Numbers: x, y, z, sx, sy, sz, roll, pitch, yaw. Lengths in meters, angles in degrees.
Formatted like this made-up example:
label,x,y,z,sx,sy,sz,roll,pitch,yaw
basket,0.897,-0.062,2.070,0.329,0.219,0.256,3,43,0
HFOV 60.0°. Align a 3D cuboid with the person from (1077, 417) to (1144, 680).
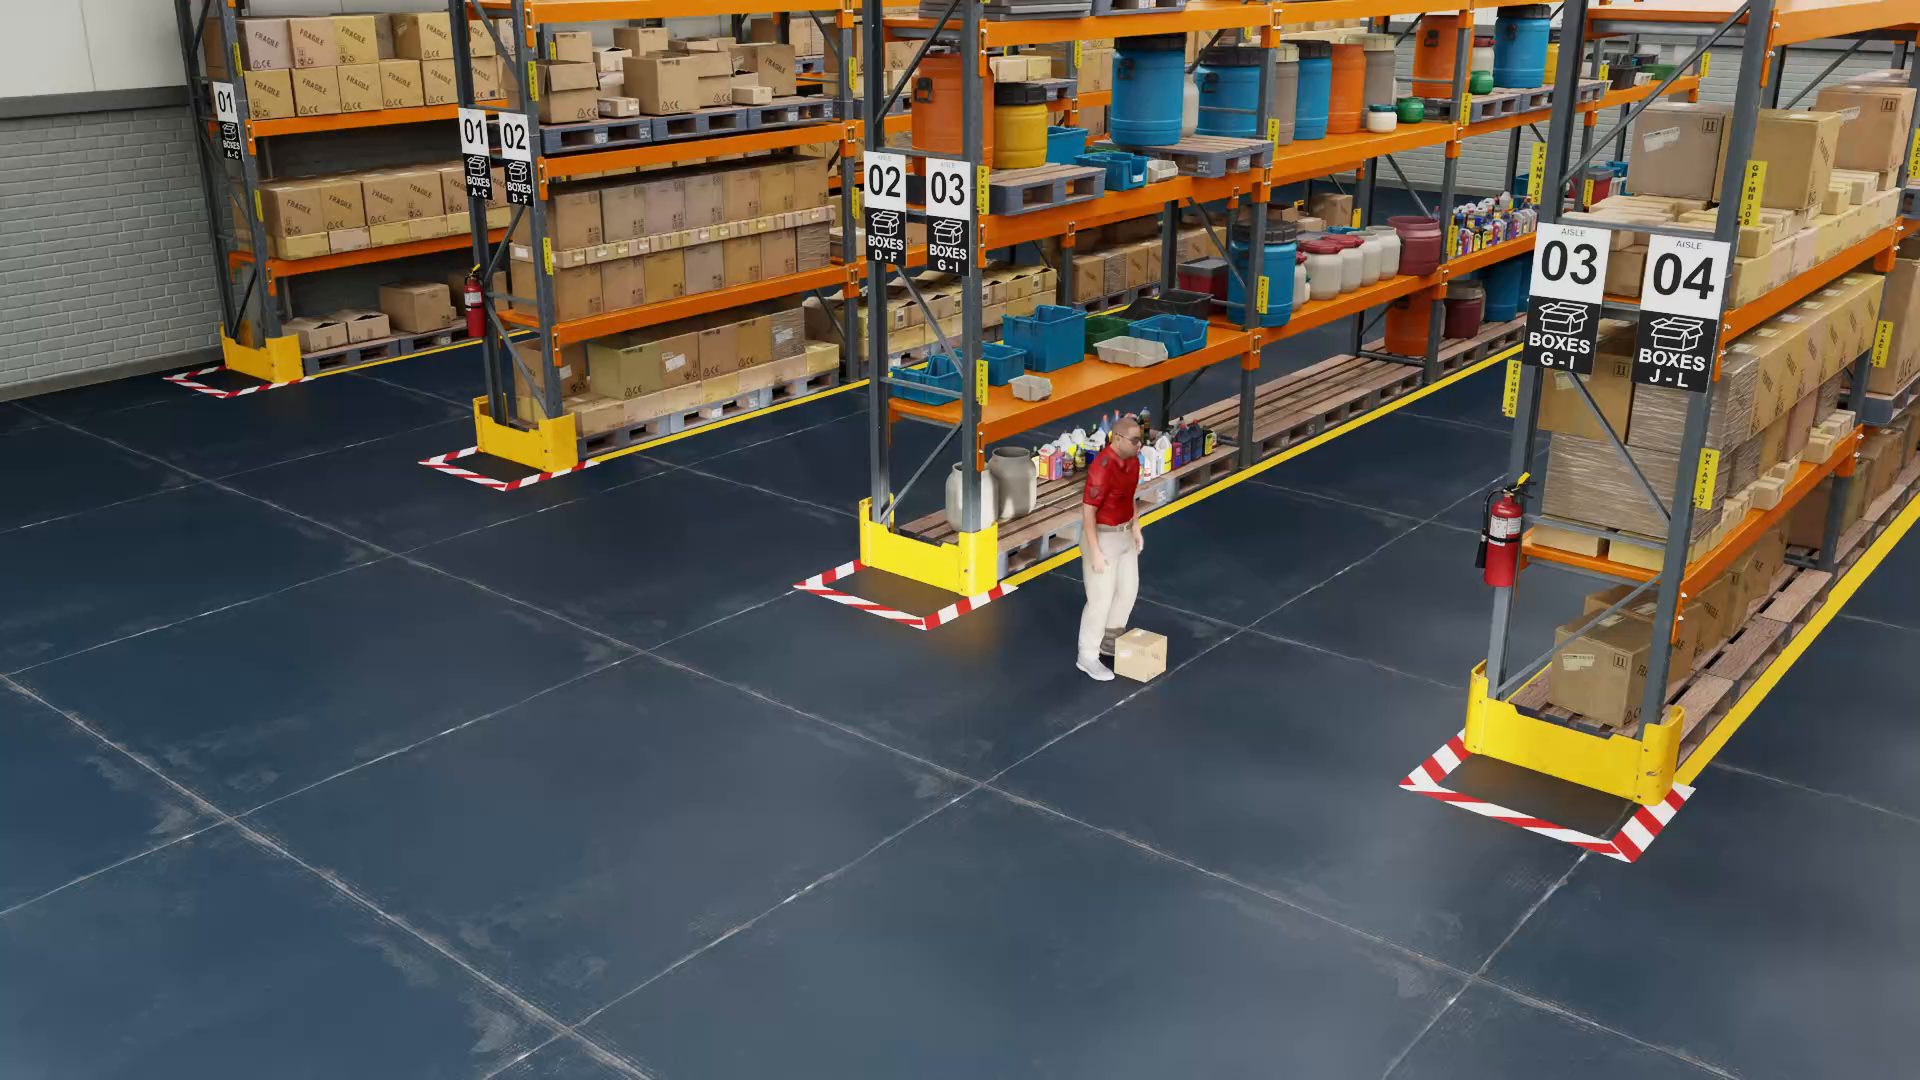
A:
label,x,y,z,sx,sy,sz,roll,pitch,yaw
person,1.017,0.020,11.039,0.392,1.728,0.603,14,25,34
